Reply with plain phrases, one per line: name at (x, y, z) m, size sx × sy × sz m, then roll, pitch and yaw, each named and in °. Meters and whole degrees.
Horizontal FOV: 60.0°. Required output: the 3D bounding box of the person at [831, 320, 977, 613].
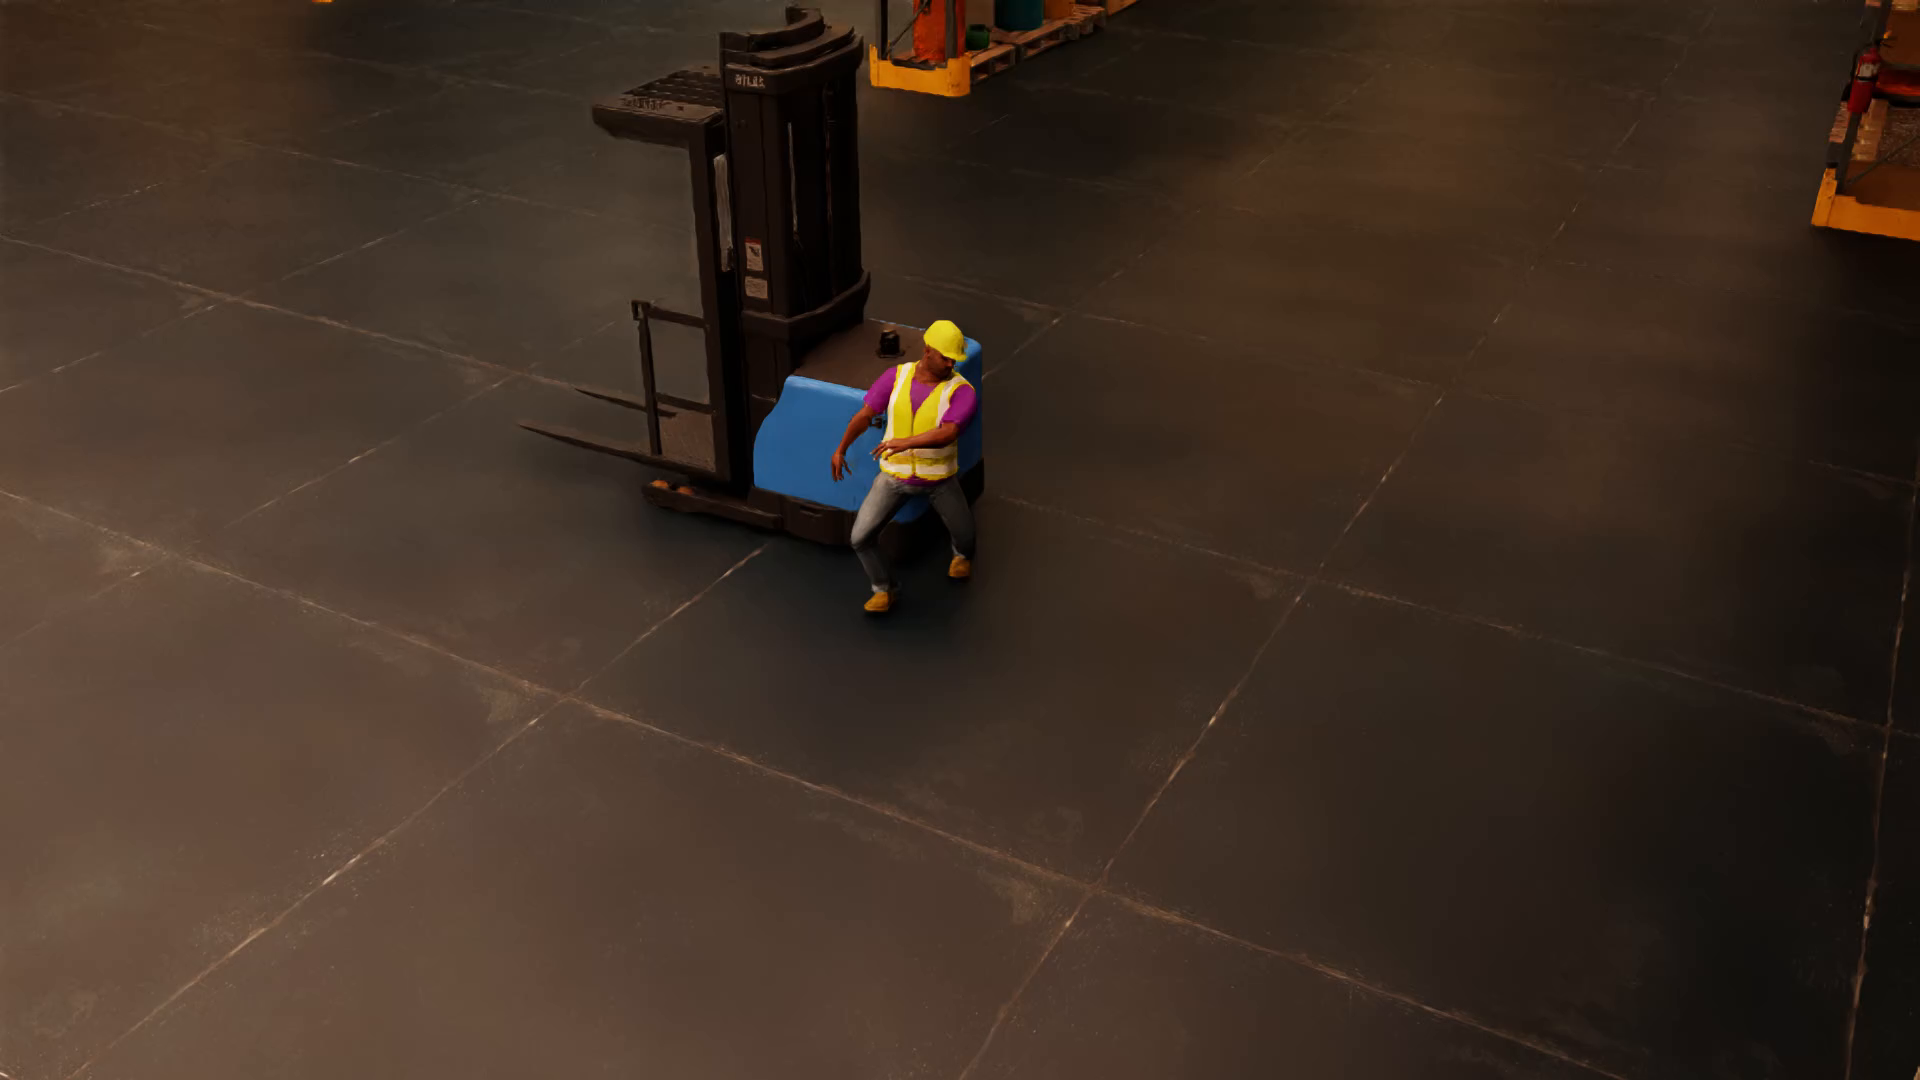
person at (-0.313, -0.387, 9.046) m, size 0.804 × 1.626 × 0.849 m, roll 4°, pitch 30°, yaw 6°

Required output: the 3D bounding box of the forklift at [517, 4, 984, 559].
forklift at (-1.403, -1.653, 9.934) m, size 3.031 × 2.935 × 1.130 m, roll 14°, pitch 33°, yaw 23°
